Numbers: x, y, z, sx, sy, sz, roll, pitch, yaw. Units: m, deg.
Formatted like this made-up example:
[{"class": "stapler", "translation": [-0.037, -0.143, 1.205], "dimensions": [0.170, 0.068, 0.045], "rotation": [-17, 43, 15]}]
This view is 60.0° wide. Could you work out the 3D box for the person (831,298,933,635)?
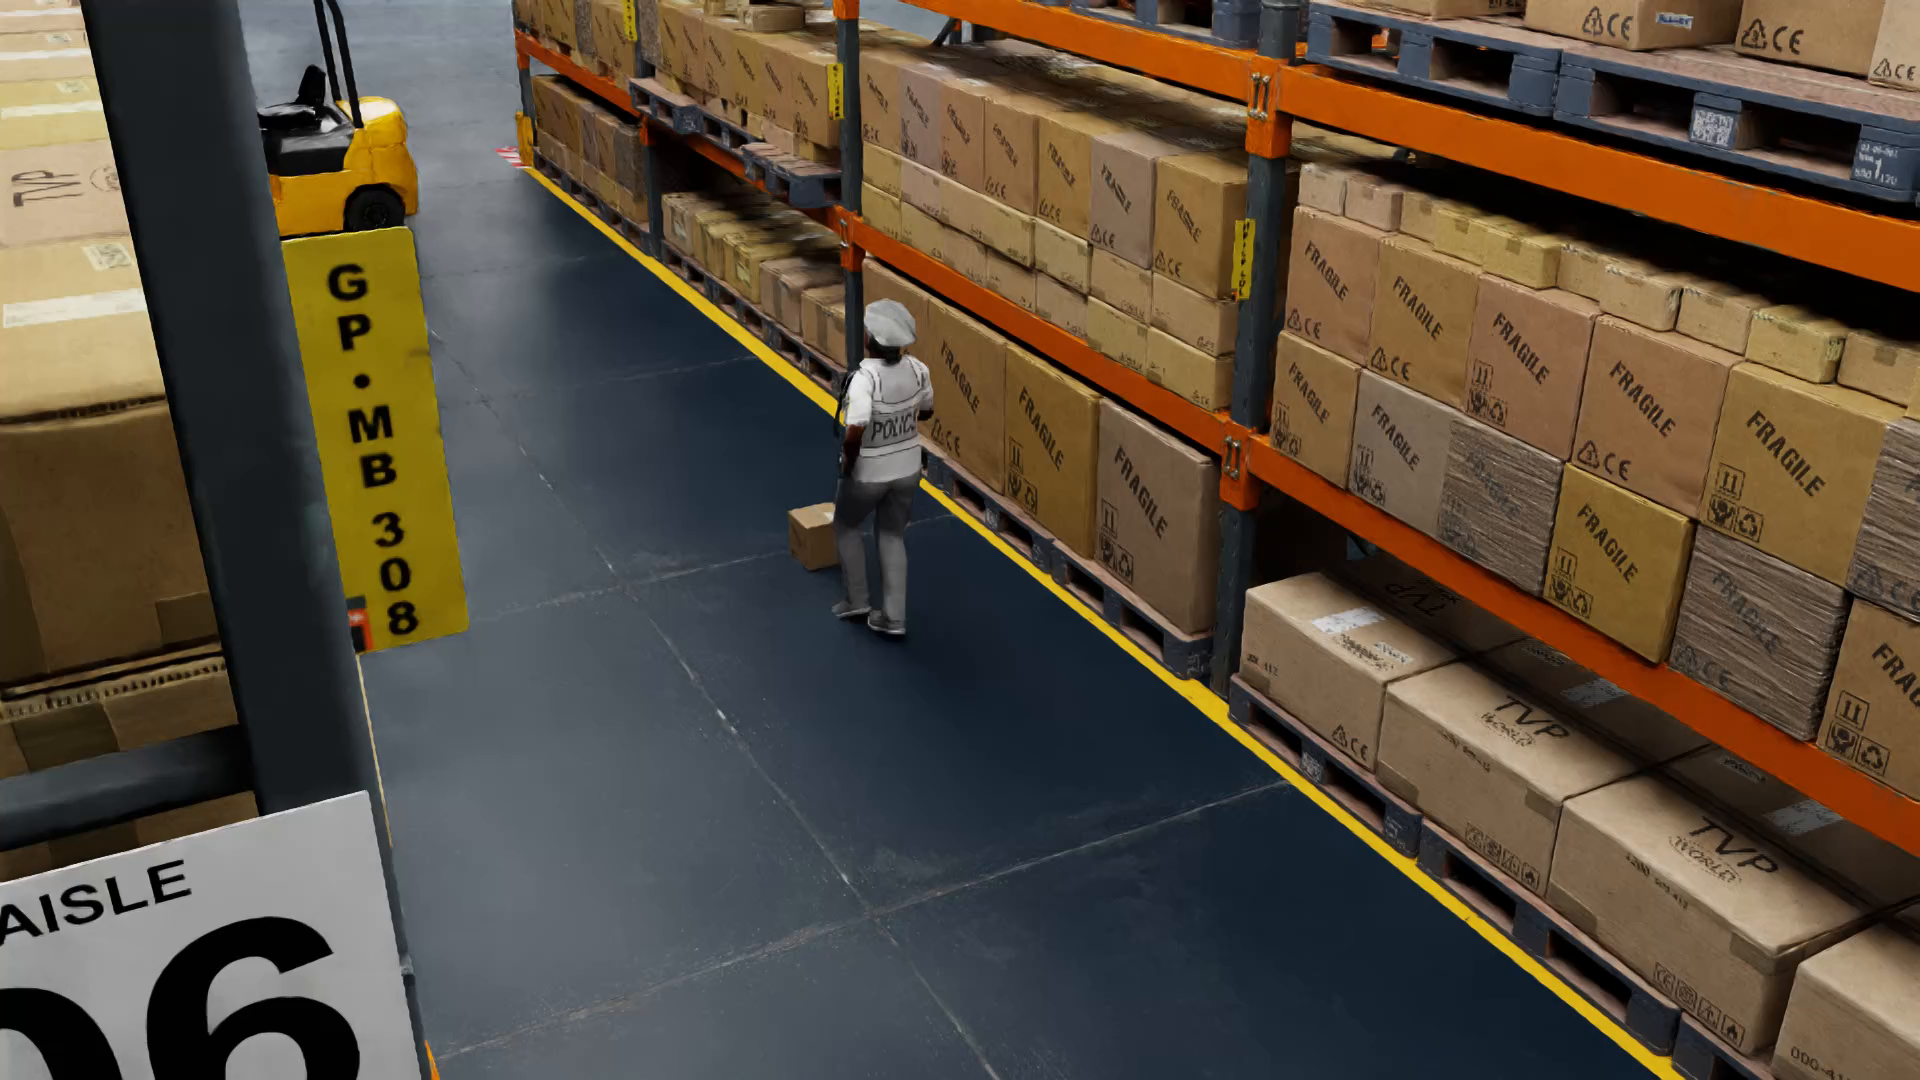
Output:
[{"class": "person", "translation": [-0.387, -0.312, 7.804], "dimensions": [0.558, 1.718, 0.616], "rotation": [-13, 28, -25]}]
